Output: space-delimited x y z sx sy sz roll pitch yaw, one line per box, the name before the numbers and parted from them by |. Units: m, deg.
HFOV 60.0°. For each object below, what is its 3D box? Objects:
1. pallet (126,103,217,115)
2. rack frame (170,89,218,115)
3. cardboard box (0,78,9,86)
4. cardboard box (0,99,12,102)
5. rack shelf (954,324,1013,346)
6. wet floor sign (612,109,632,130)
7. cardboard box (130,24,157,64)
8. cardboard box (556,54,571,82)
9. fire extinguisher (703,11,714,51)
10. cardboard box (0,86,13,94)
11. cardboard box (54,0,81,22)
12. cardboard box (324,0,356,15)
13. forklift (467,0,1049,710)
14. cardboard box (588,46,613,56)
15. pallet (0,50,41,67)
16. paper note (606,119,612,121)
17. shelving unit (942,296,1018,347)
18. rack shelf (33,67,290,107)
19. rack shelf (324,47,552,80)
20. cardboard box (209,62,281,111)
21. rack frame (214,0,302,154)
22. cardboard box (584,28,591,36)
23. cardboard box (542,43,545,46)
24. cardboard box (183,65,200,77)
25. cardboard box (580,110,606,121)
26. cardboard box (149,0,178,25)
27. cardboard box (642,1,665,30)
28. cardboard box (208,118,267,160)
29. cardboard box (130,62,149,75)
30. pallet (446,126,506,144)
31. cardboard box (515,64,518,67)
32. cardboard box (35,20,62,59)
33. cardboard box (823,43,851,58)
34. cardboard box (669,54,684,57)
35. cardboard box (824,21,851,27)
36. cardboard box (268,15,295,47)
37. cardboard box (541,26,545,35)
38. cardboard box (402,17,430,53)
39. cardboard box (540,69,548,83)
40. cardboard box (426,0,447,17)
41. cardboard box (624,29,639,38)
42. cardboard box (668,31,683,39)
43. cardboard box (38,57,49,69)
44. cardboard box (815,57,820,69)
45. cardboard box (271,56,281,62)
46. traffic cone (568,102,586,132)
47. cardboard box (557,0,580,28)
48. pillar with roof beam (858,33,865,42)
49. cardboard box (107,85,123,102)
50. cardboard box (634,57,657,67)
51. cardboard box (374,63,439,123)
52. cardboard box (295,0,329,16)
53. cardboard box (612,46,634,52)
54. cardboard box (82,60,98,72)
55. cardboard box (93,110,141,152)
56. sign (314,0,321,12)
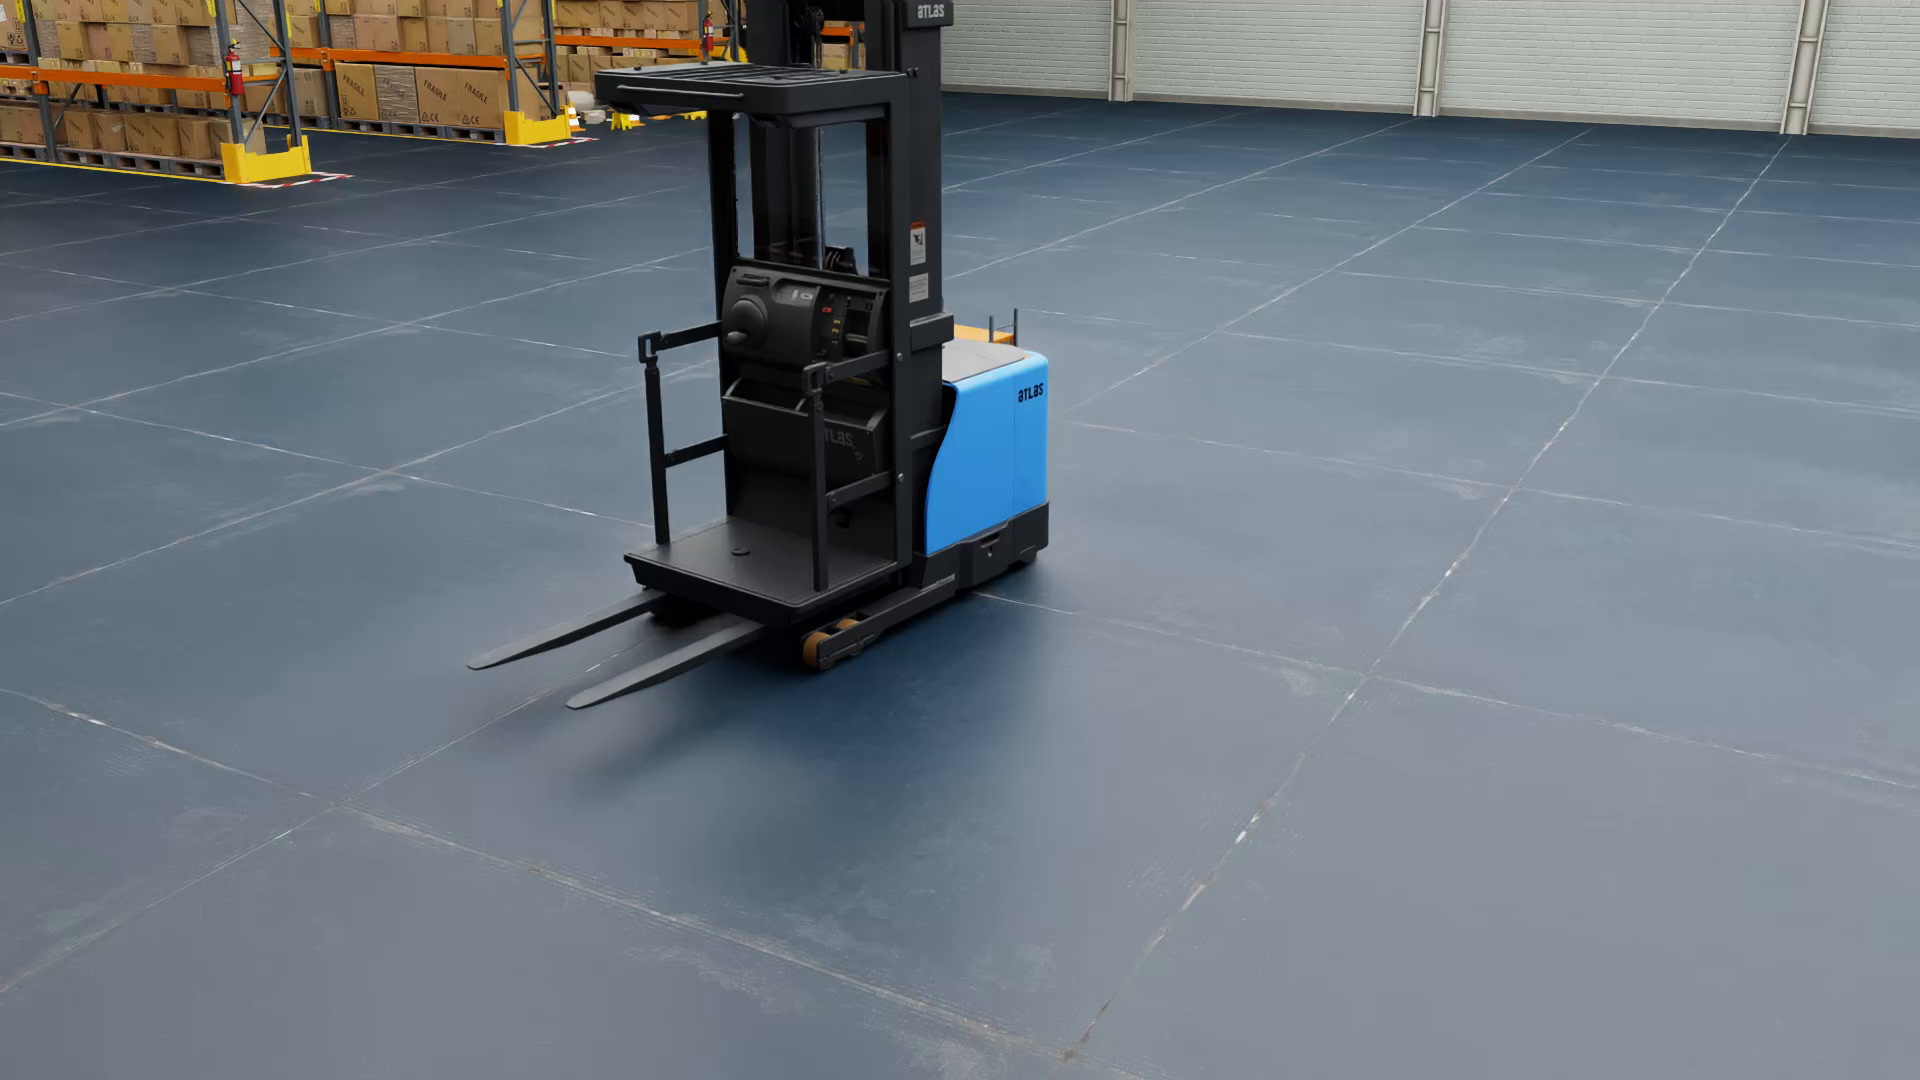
pallet | -14.319 -7.852 30.203 1.213 0.211 1.003 11 23 27
rack frame | -13.638 -9.033 29.368 0.127 3.000 1.000 11 23 27
cardboard box | -18.044 -8.733 31.671 0.250 0.149 0.380 10 22 25
cardboard box | -14.561 -6.319 24.906 0.500 0.500 0.700 13 24 32
rack shelf | 0.031 -1.038 8.814 0.480 0.148 0.258 14 24 34
wet floor sign | -5.662 -7.180 27.713 0.232 0.644 0.267 7 21 18
cardboard box | -10.538 -6.673 22.278 0.500 0.500 0.875 11 23 27
cardboard box | -7.436 -8.937 31.420 0.500 0.500 0.500 12 23 30
fire extinguisher | -4.452 -9.000 29.391 0.183 0.674 0.296 11 23 27
cardboard box | -18.086 -8.612 31.772 0.250 0.149 0.380 10 22 26
cardboard box | -11.946 -7.332 22.629 0.500 0.500 0.500 11 23 27
cardboard box | -9.840 -8.874 27.127 0.550 0.550 0.875 11 23 27
forklift | -0.835 -0.996 7.312 1.130 2.935 3.031 15 25 35
cardboard box | -6.670 -9.074 30.848 0.250 0.149 0.380 12 23 30
pallet | -13.249 -6.988 24.012 1.213 0.211 1.003 11 23 27
paper note | -6.124 -7.362 29.115 0.142 0.019 0.148 3 20 9
shelving unit | 0.031 -0.668 8.948 0.503 1.200 0.258 14 24 34
rack shelf | -10.907 -6.237 22.715 4.000 0.370 1.077 11 23 27
rack shelf | -8.399 -7.697 26.740 4.000 0.370 1.077 11 23 27
cardboard box | -12.385 -7.900 28.929 0.750 0.750 1.050 11 23 28
rack frame | -9.160 -6.243 21.676 0.127 3.000 1.000 11 23 27
cardboard box | -6.761 -9.444 30.869 0.250 0.149 0.380 11 23 27
cardboard box | -9.449 -11.336 37.815 0.250 0.149 0.380 10 22 25
cardboard box | -9.971 -6.179 21.867 0.250 0.149 0.380 11 23 27
cardboard box | -6.456 -7.469 29.238 0.380 0.149 0.250 -11 23 -29
cardboard box | -10.200 -6.999 21.711 0.500 0.500 0.500 11 23 27
cardboard box | -5.371 -9.473 29.997 0.500 0.500 0.500 11 23 27
cardboard box | -9.697 -5.374 22.331 0.500 0.500 0.500 16 25 37
cardboard box | -10.871 -6.329 22.281 0.250 0.149 0.380 11 23 27
pallet | -7.390 -6.501 26.478 1.213 0.211 1.003 11 23 27
cardboard box | -10.258 -11.203 38.400 0.500 0.500 0.500 12 23 30
cardboard box | -12.290 -7.001 23.185 0.500 0.500 0.875 11 23 27
cardboard box | -2.464 -10.030 34.066 0.500 0.250 0.500 12 23 29
cardboard box | -5.376 -8.756 30.922 0.500 0.500 0.500 10 22 25
cardboard box | -2.468 -10.722 33.877 0.500 0.500 0.500 10 22 26
cardboard box | -11.172 -8.506 27.768 0.500 0.500 0.500 11 22 27
cardboard box | -7.701 -9.592 31.278 0.250 0.149 0.380 11 23 27
cardboard box | -8.401 -8.112 26.611 0.500 0.550 0.875 11 23 27
cardboard box | -8.279 -8.907 32.258 0.625 0.372 0.950 11 23 28
cardboard box | -7.906 -8.551 26.237 0.550 0.550 0.875 11 23 27
cardboard box | -5.909 -9.265 30.377 0.250 0.149 0.380 11 22 27
cardboard box | -5.034 -9.082 29.873 0.250 0.149 0.380 10 22 27
cardboard box | -12.612 -6.664 23.207 0.250 0.149 0.380 11 23 27
cardboard box | -2.920 -9.885 34.402 0.500 0.250 0.500 11 22 27
cardboard box | -14.223 -10.308 35.383 0.875 0.875 0.875 12 23 29
traffic cone | -6.424 -7.021 27.542 0.334 0.463 0.336 11 23 27
cardboard box | -7.122 -9.812 30.934 0.500 0.500 0.500 11 23 27
pillar with roof beam | -4.178 -12.594 30.387 0.400 9.000 9.100 11 23 27
cardboard box | -15.261 -8.257 30.280 0.500 0.500 0.500 10 22 25
cardboard box | -5.611 -8.592 30.468 0.500 0.500 0.500 12 23 29
cardboard box | -8.842 -7.292 27.069 0.875 0.875 0.875 11 23 28
cardboard box | -10.582 -8.965 27.569 0.500 0.500 0.700 10 22 26
cardboard box | -7.194 -10.757 36.987 0.625 0.625 0.875 10 22 25
cardboard box | -11.747 -6.493 22.735 0.250 0.149 0.380 11 23 27
cardboard box | -11.819 -5.759 23.392 0.500 0.500 0.500 -17 26 -39
sign | -10.402 -8.712 26.900 0.005 0.325 0.100 11 23 27
